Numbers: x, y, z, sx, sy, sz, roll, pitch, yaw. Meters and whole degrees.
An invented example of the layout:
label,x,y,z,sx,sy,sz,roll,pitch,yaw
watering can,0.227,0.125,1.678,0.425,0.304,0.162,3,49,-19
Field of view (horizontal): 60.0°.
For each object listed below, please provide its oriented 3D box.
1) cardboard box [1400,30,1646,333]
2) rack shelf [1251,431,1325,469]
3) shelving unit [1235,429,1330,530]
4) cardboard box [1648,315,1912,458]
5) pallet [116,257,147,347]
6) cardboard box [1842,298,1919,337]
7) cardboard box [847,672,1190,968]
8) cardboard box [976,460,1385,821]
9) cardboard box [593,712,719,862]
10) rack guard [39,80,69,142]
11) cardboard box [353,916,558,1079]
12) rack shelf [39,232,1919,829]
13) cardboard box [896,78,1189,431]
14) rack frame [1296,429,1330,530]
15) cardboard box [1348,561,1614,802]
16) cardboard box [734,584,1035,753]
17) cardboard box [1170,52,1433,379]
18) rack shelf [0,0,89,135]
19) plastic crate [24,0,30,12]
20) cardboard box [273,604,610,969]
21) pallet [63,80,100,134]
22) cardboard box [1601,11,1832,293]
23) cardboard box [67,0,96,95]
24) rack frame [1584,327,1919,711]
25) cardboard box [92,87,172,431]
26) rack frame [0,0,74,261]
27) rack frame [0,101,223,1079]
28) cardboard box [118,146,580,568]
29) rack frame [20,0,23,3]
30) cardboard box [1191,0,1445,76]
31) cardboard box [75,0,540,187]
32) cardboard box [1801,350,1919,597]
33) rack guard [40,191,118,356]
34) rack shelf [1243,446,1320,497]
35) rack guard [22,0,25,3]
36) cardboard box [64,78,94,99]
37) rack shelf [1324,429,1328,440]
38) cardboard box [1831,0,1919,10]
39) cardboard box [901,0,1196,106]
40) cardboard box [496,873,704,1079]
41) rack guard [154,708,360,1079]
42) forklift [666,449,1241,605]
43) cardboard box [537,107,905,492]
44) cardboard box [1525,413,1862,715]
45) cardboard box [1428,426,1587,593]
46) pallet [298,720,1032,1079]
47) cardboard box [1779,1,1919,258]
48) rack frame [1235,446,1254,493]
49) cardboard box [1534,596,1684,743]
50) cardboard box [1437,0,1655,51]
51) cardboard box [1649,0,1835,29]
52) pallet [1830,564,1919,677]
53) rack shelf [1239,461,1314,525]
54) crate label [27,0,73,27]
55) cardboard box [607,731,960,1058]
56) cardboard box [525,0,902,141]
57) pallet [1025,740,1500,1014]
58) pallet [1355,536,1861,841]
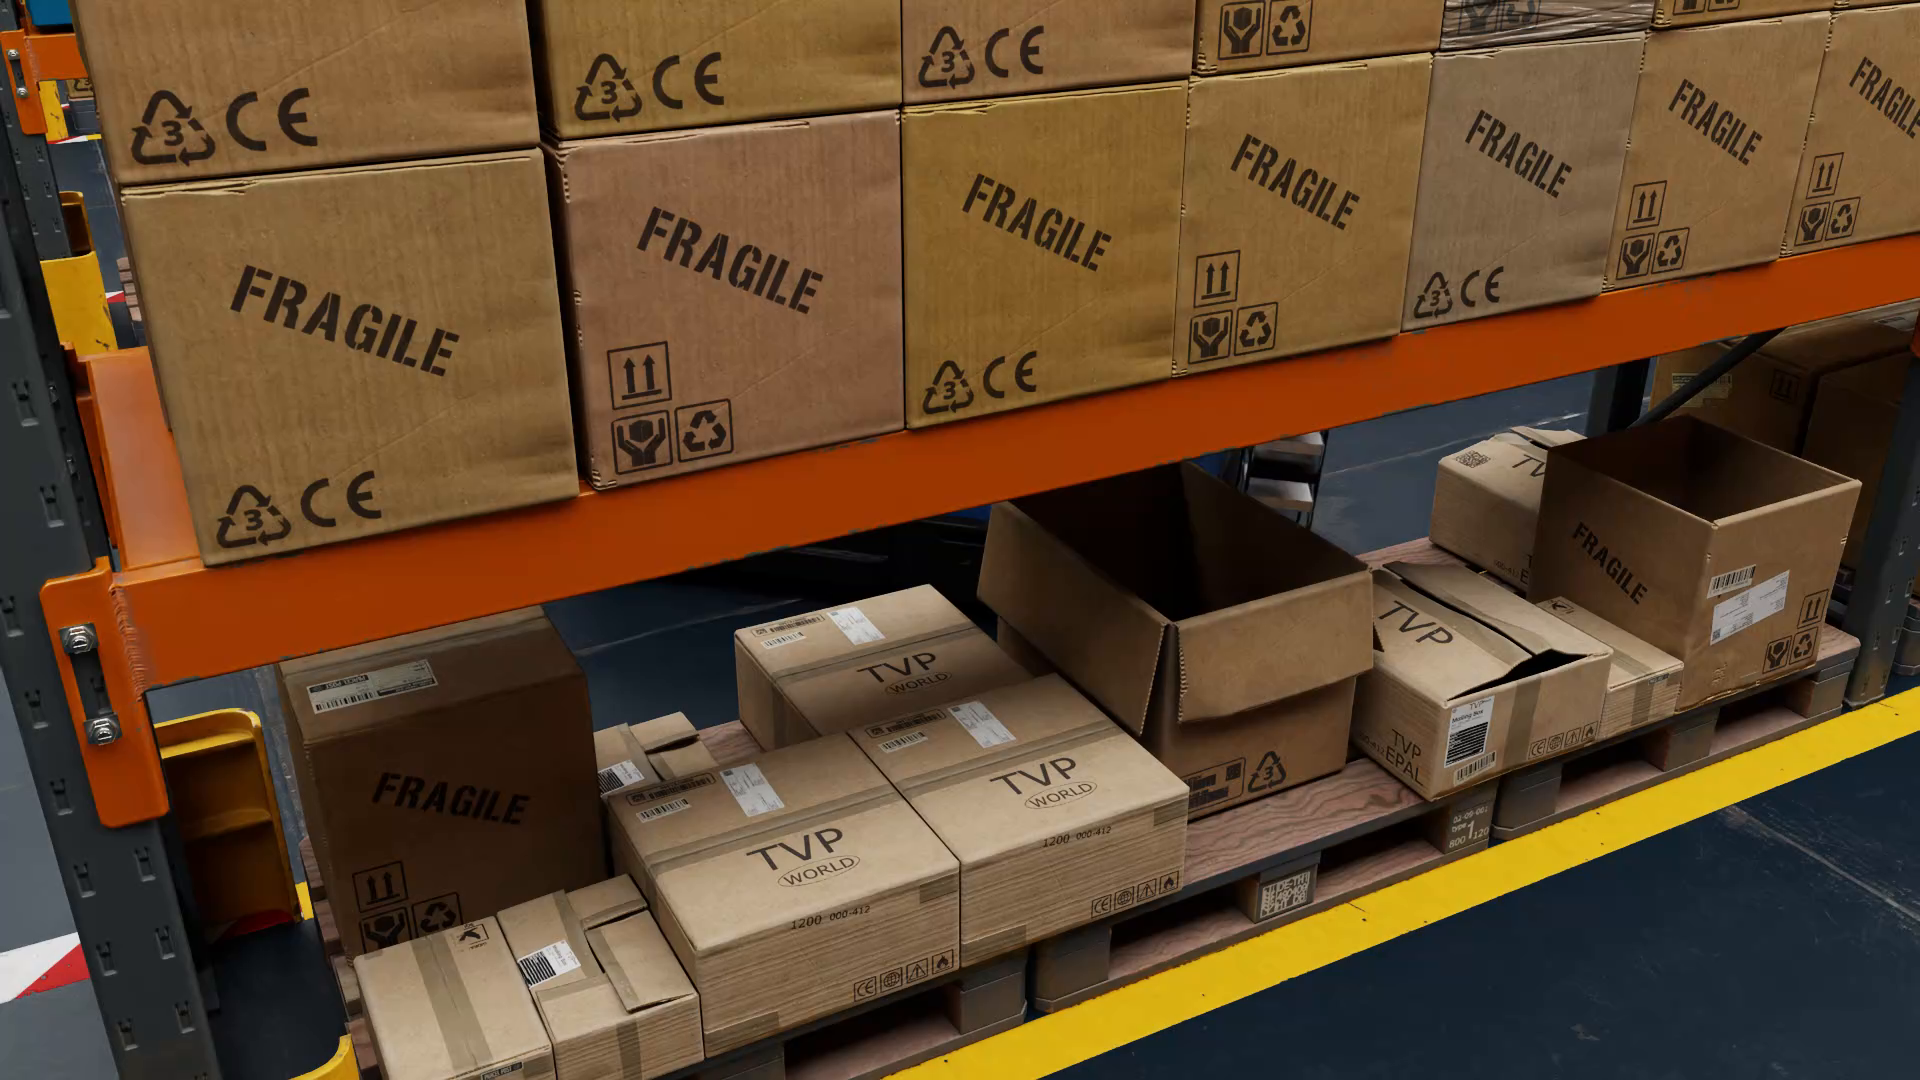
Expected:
label,x,y,z,sx,sy,sz,roll,pitch,yaw
cardboard box,0.913,-0.745,3.220,0.500,0.500,0.500,-12,28,-24
rack shelf,0.958,-0.305,4.905,0.200,0.077,0.258,6,26,3
shelving unit,0.960,-0.334,4.890,0.210,0.900,0.258,6,26,3
cardboard box,2.440,-0.392,4.980,0.500,0.500,0.500,-13,29,-25
pallet,-2.972,-1.084,7.265,1.213,0.211,1.003,-13,29,-25
cardboard box,2.880,-0.489,5.183,0.500,0.500,0.500,-13,29,-25
cardboard box,0.106,0.539,3.330,0.500,0.250,0.500,-13,29,-25
cardboard box,0.484,0.201,3.741,0.637,0.503,0.797,-13,29,-25
cardboard box,-0.626,0.530,3.445,0.250,0.166,0.380,-13,29,-25
rack guard,-6.069,-2.948,10.813,0.348,0.500,1.175,-13,29,-25
cardboard box,-0.859,0.837,2.827,0.250,0.149,0.380,-13,29,-25
rack shelf,0.375,-0.379,3.405,4.000,0.370,1.077,-13,29,-25
cardboard box,0.023,-0.539,2.791,0.500,0.500,0.500,-13,29,-25
rack frame,1.061,-0.323,4.885,0.006,0.900,0.240,6,26,3
cardboard box,1.108,0.280,3.799,0.500,0.311,0.500,-13,29,-25
cardboard box,-0.174,0.359,3.706,0.500,0.250,0.500,-13,29,-25
cardboard box,0.464,-0.640,3.002,0.500,0.500,0.500,-13,28,-24
rack shelf,-1.953,-2.271,7.346,4.000,0.370,1.077,-13,29,-25
plastic crate,-3.510,-2.371,6.612,0.499,0.435,0.616,-13,29,-25
cardboard box,-1.026,0.428,3.273,0.500,0.500,0.500,-13,29,-25
pallet,-5.379,-3.016,11.287,1.213,0.211,1.003,-13,29,-25
cardboard box,1.365,-0.850,3.440,0.500,0.500,0.500,-12,28,-24
cardboard box,-1.127,-0.987,2.570,0.500,0.500,0.500,-13,29,-26
rack frame,2.140,-1.111,4.097,0.127,3.000,1.000,-13,29,-25
cardboard box,-1.123,-0.536,2.785,0.500,0.500,0.500,-12,28,-24
rack frame,-3.718,-2.188,6.342,0.127,3.000,1.000,-13,29,-25
rack frame,-1.390,-0.296,2.401,0.127,3.000,1.000,-13,29,-25
cardboard box,-0.874,-0.331,2.357,0.500,0.500,0.500,-12,28,-24
rack frame,-6.048,-4.080,10.282,0.127,3.000,1.000,-13,29,-25
cardboard box,0.475,-1.095,2.793,0.500,0.500,0.500,-13,29,-26
cardboard box,-0.874,-0.781,2.141,0.500,0.500,0.500,-12,28,-24
cardboard box,2.681,-0.187,4.555,0.500,0.500,0.500,-14,29,-27
rack guard,-3.733,-1.052,6.863,0.348,0.500,1.175,-13,29,-25
rack shelf,0.951,-0.224,4.945,0.200,0.077,0.258,6,26,3
rack guard,-8.226,-4.883,14.843,0.348,0.500,1.175,-13,29,-25
cardboard box,-5.521,-3.472,10.986,0.875,0.875,0.875,-13,29,-25
rack shelf,0.965,-0.385,4.866,0.200,0.077,0.258,6,26,3
cardboard box,1.815,-1.404,3.439,0.500,0.500,0.500,-13,28,-25
cardboard box,0.027,-0.991,2.577,0.500,0.500,0.500,-13,28,-24
cardboard box,-0.638,0.778,2.929,0.250,0.166,0.380,-13,29,-25
rack guard,-1.323,0.816,2.974,0.348,0.500,1.175,-13,29,-25
forklift,-0.672,-1.420,4.822,3.031,2.935,1.130,7,27,15
cardboard box,-0.422,-0.438,2.580,0.500,0.500,0.500,-13,29,-26
cardboard box,1.770,0.042,4.076,0.500,0.500,0.500,-13,29,-25
cardboard box,1.667,-0.094,4.578,0.500,0.311,0.500,-13,29,-25
pallet,-0.620,0.783,3.375,1.213,0.211,1.003,-13,29,-25
cardboard box,1.819,-0.956,3.660,0.500,0.500,0.500,-12,28,-24
rack frame,0.860,-0.346,4.896,0.006,0.900,0.240,6,26,3
cardboard box,1.468,0.300,3.945,0.250,0.149,0.380,-13,29,-25
cardboard box,0.920,-1.197,3.006,0.500,0.500,0.500,-13,28,-25
cardboard box,1.364,-1.299,3.219,0.500,0.500,0.500,-14,29,-26
pallet,2.839,-0.033,5.076,1.213,0.211,1.003,-13,29,-25
rack shelf,0.944,-0.143,4.984,0.200,0.077,0.258,6,26,3
crate label,-3.345,-2.064,6.208,0.303,0.233,0.416,-13,29,-25
cardboard box,-0.336,0.641,3.118,0.500,0.250,0.500,-13,29,-25
cardboard box,-0.417,-0.891,2.369,0.500,0.500,0.500,-13,28,-25
pallet,0.455,0.536,3.889,1.213,0.211,1.003,-13,29,-25
pallet,1.533,0.286,4.410,1.213,0.211,1.003,-13,29,-25
